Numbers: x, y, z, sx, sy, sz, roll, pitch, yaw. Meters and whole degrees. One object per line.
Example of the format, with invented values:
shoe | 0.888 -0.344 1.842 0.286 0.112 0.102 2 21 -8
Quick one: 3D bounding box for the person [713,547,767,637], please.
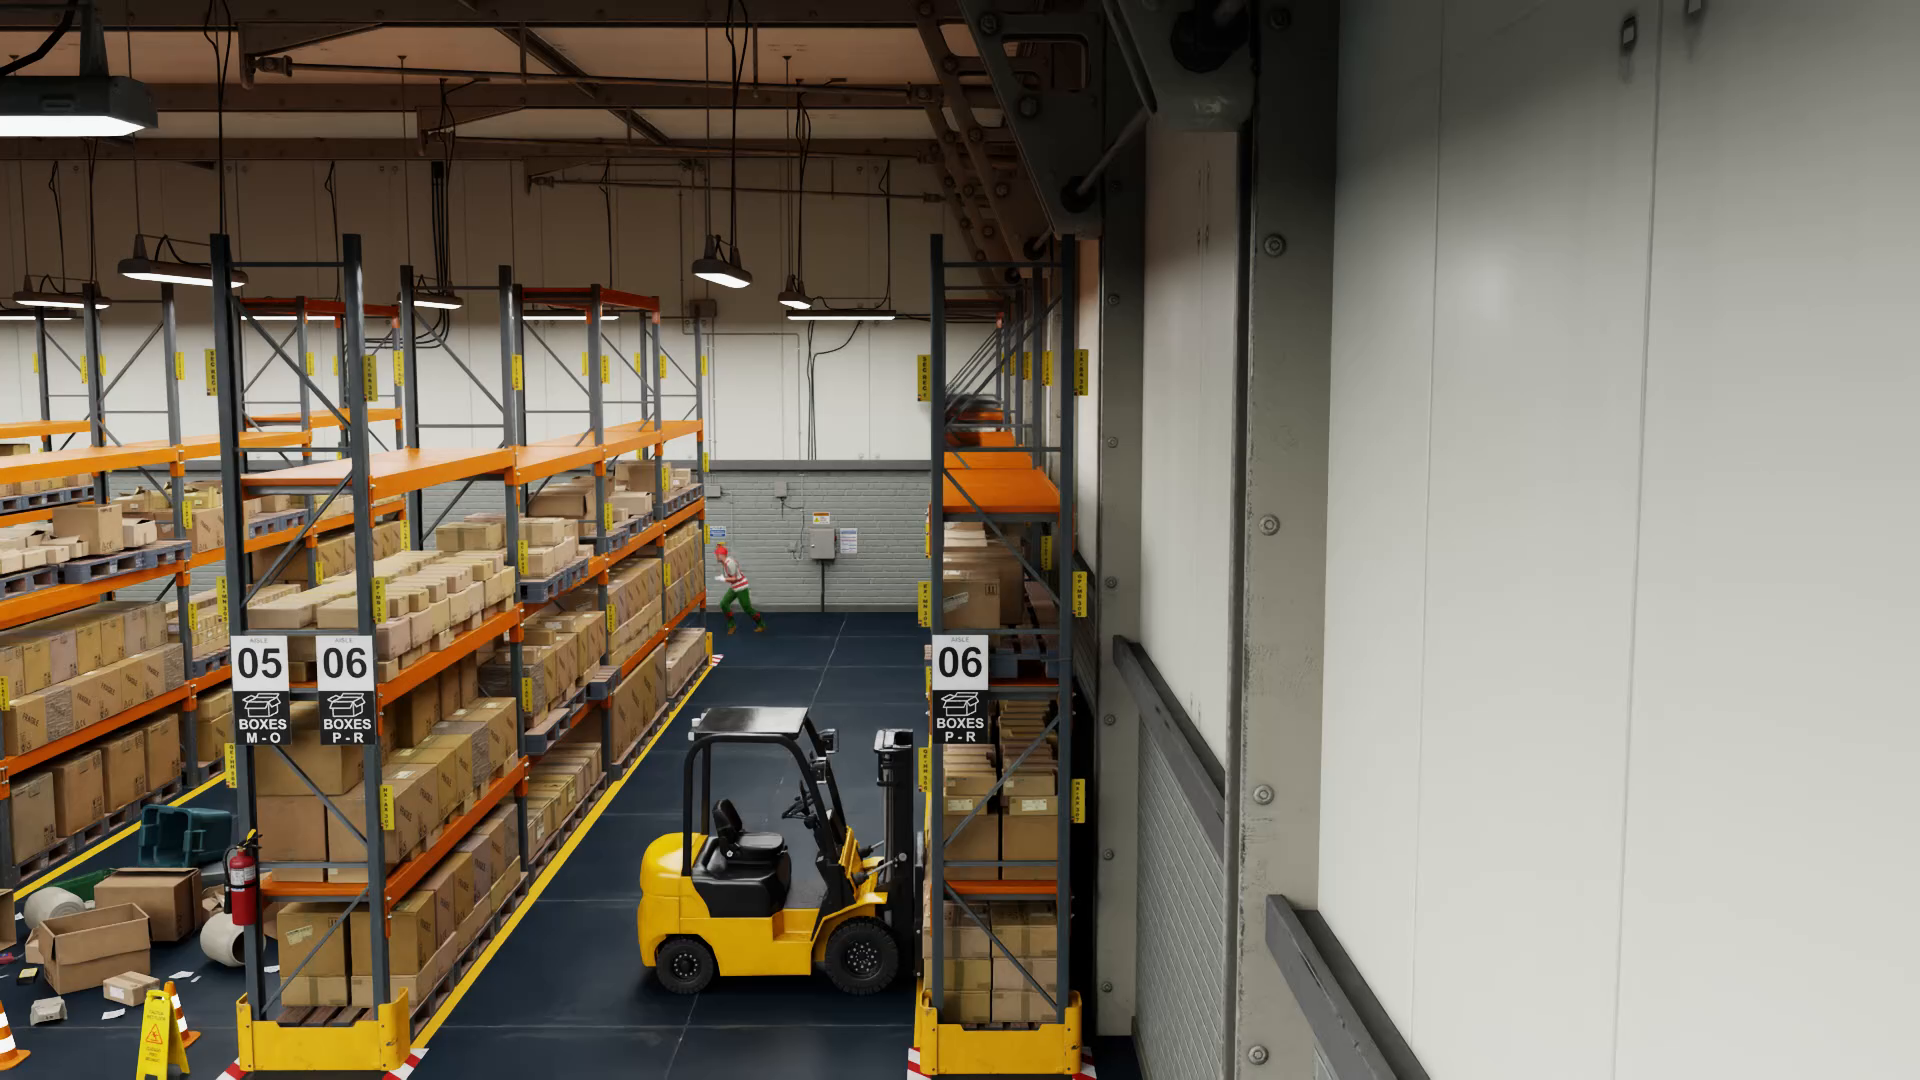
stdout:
person | -4.078 0.963 30.774 1.000 1.712 0.717 -2 7 -19
